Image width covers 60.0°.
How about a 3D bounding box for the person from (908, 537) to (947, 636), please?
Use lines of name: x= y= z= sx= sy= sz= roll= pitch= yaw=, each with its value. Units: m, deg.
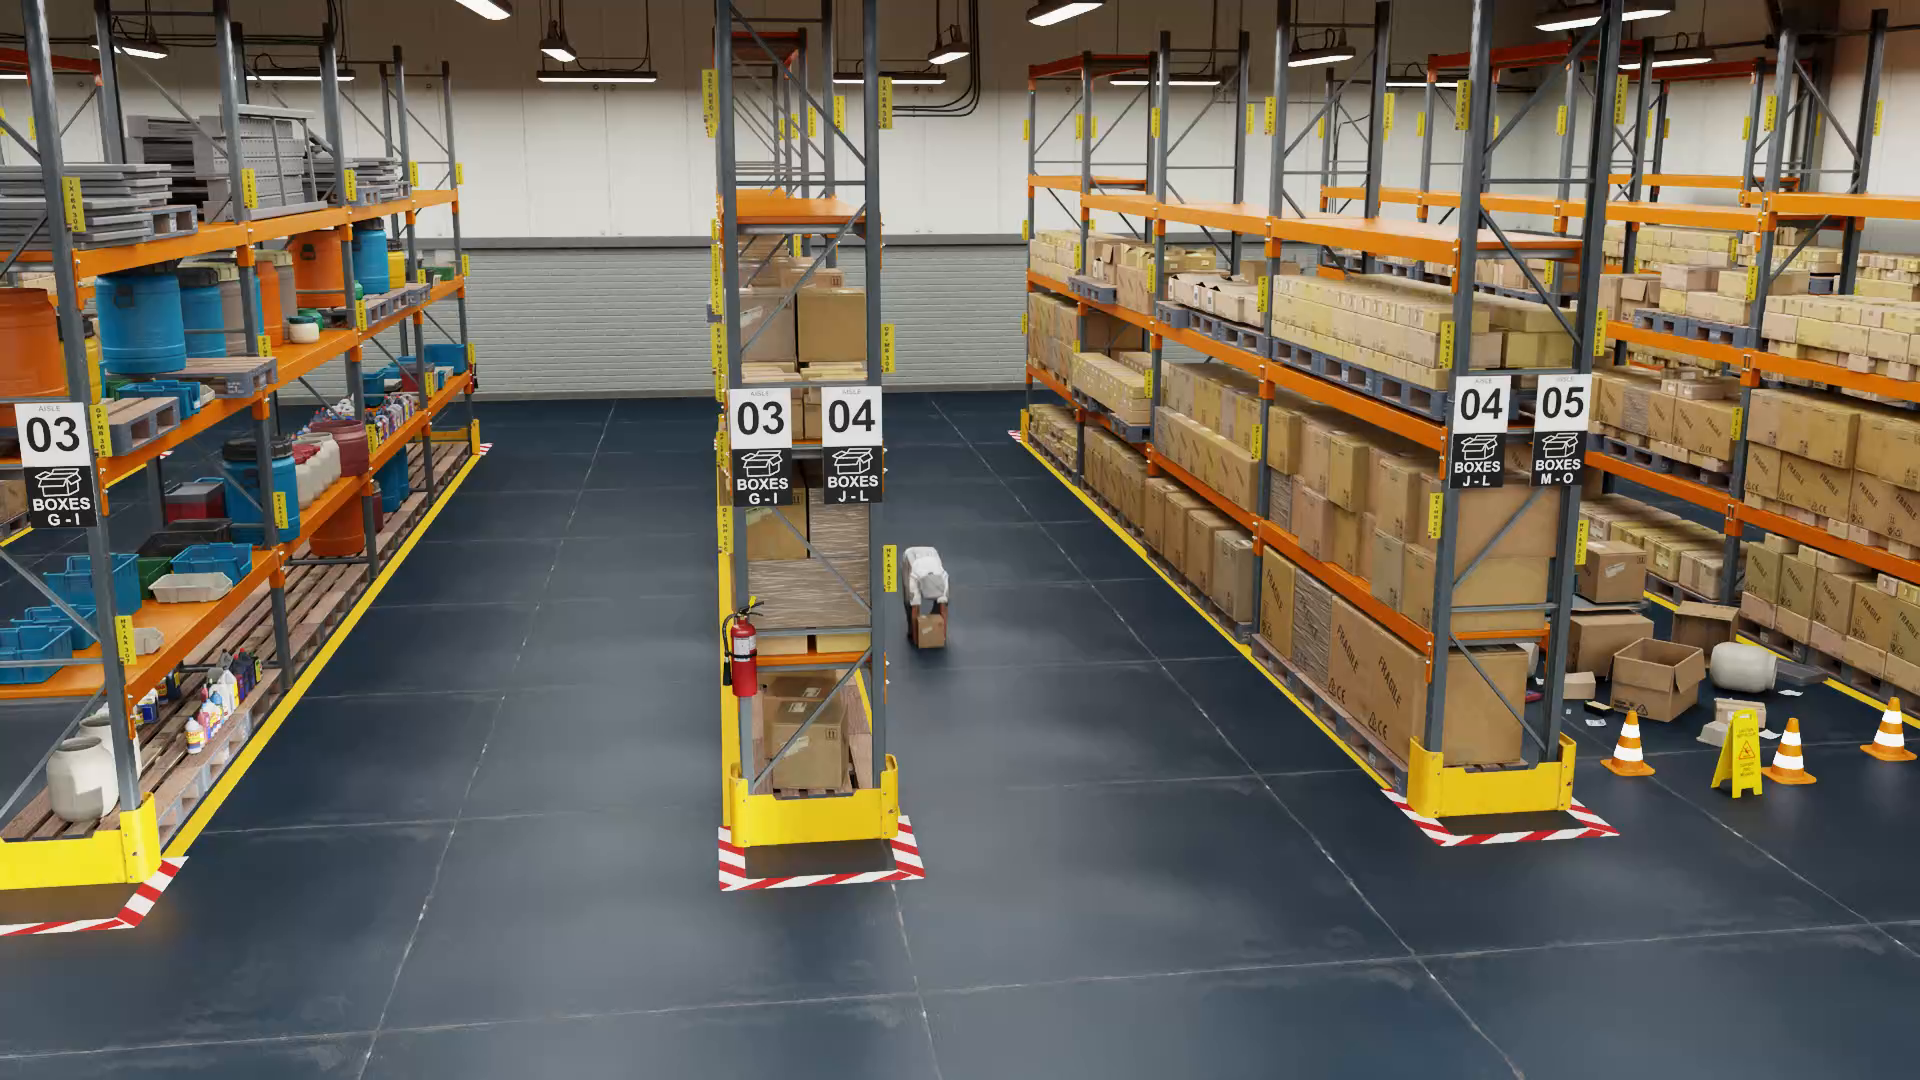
person: x=-0.310 y=0.499 z=16.396 sx=0.405 sy=0.966 sz=0.802 roll=-3 pitch=14 yaw=-11
